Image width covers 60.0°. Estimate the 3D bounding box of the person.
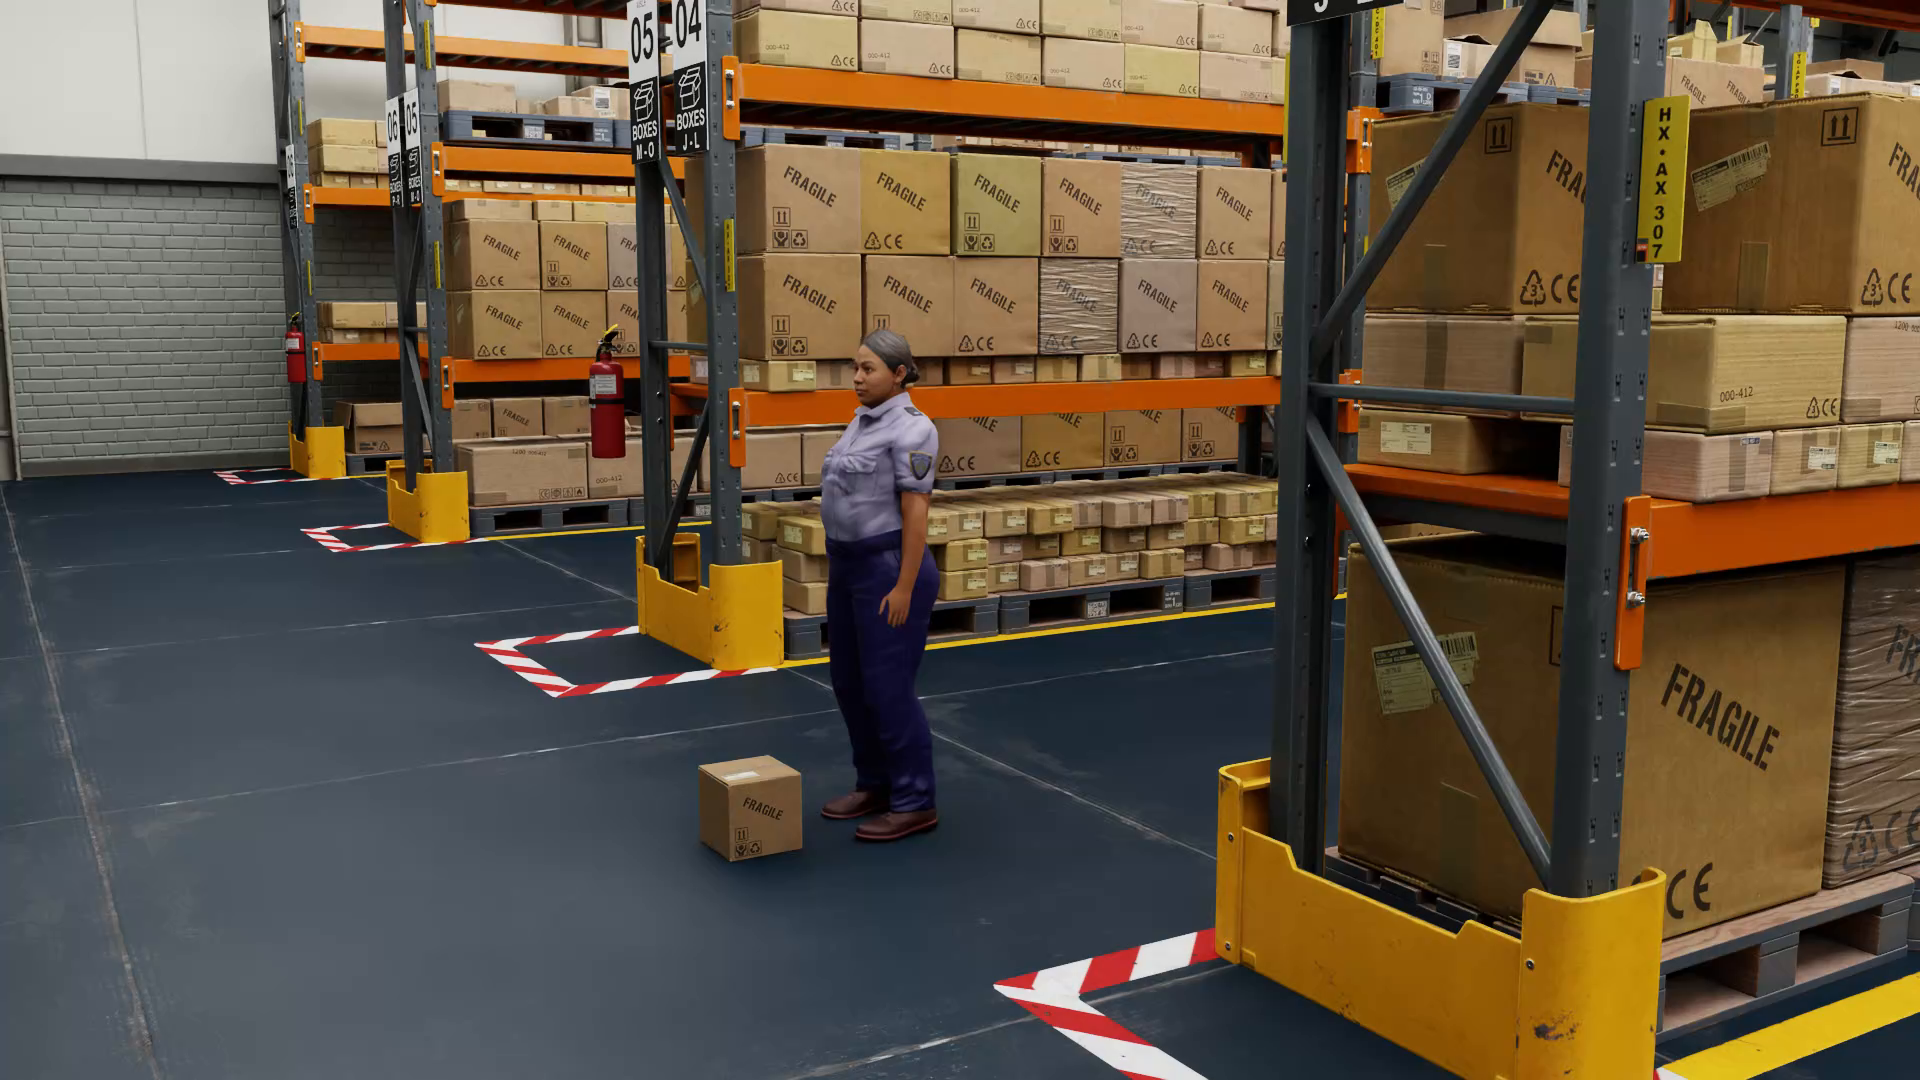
[{"bbox_3d":[-0.263,0.140,5.445,0.342,1.647,0.469,-5,9,-29],"label":"person"}]
